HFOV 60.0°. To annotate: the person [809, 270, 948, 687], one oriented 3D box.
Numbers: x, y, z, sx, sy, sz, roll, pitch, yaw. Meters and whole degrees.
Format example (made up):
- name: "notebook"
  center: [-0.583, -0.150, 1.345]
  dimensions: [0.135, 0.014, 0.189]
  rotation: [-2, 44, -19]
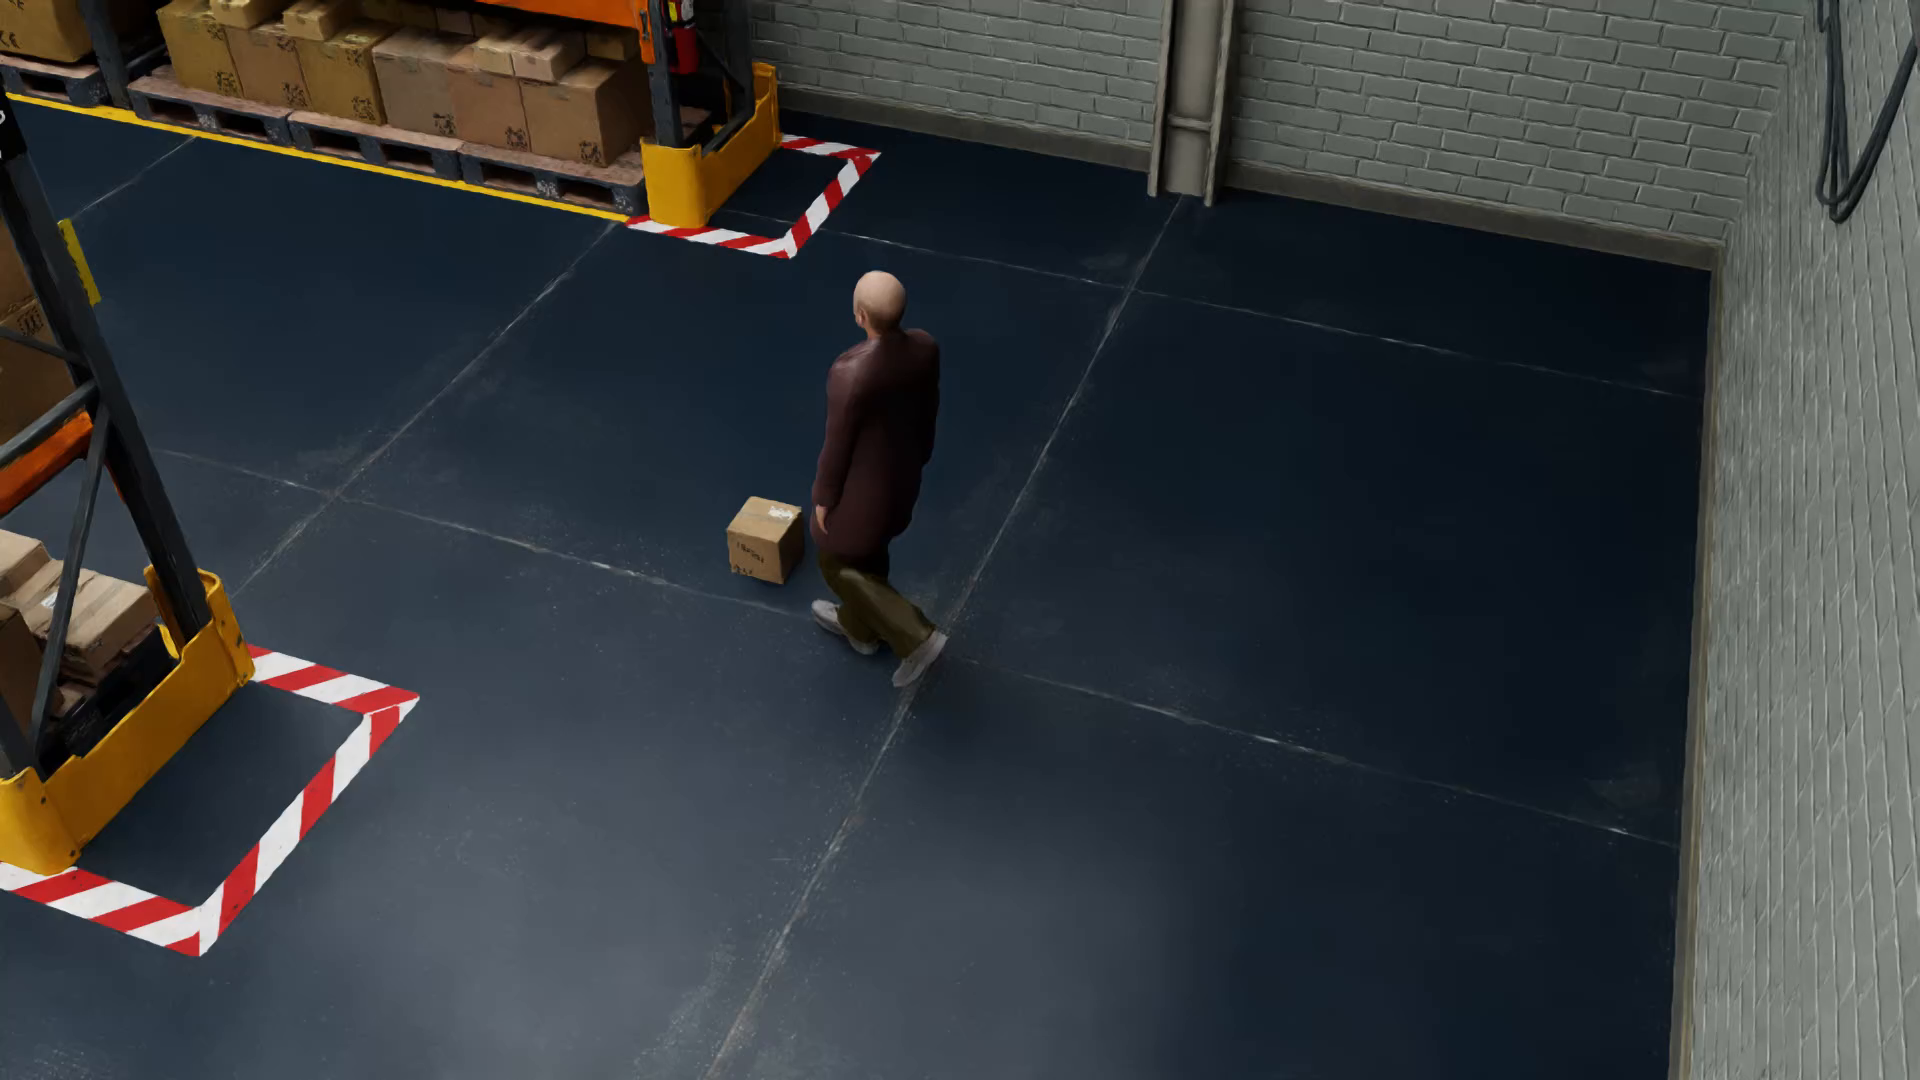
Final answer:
- name: "person"
  center: [-0.288, -0.222, 6.423]
  dimensions: [0.792, 1.769, 0.611]
  rotation: [27, 48, 28]
